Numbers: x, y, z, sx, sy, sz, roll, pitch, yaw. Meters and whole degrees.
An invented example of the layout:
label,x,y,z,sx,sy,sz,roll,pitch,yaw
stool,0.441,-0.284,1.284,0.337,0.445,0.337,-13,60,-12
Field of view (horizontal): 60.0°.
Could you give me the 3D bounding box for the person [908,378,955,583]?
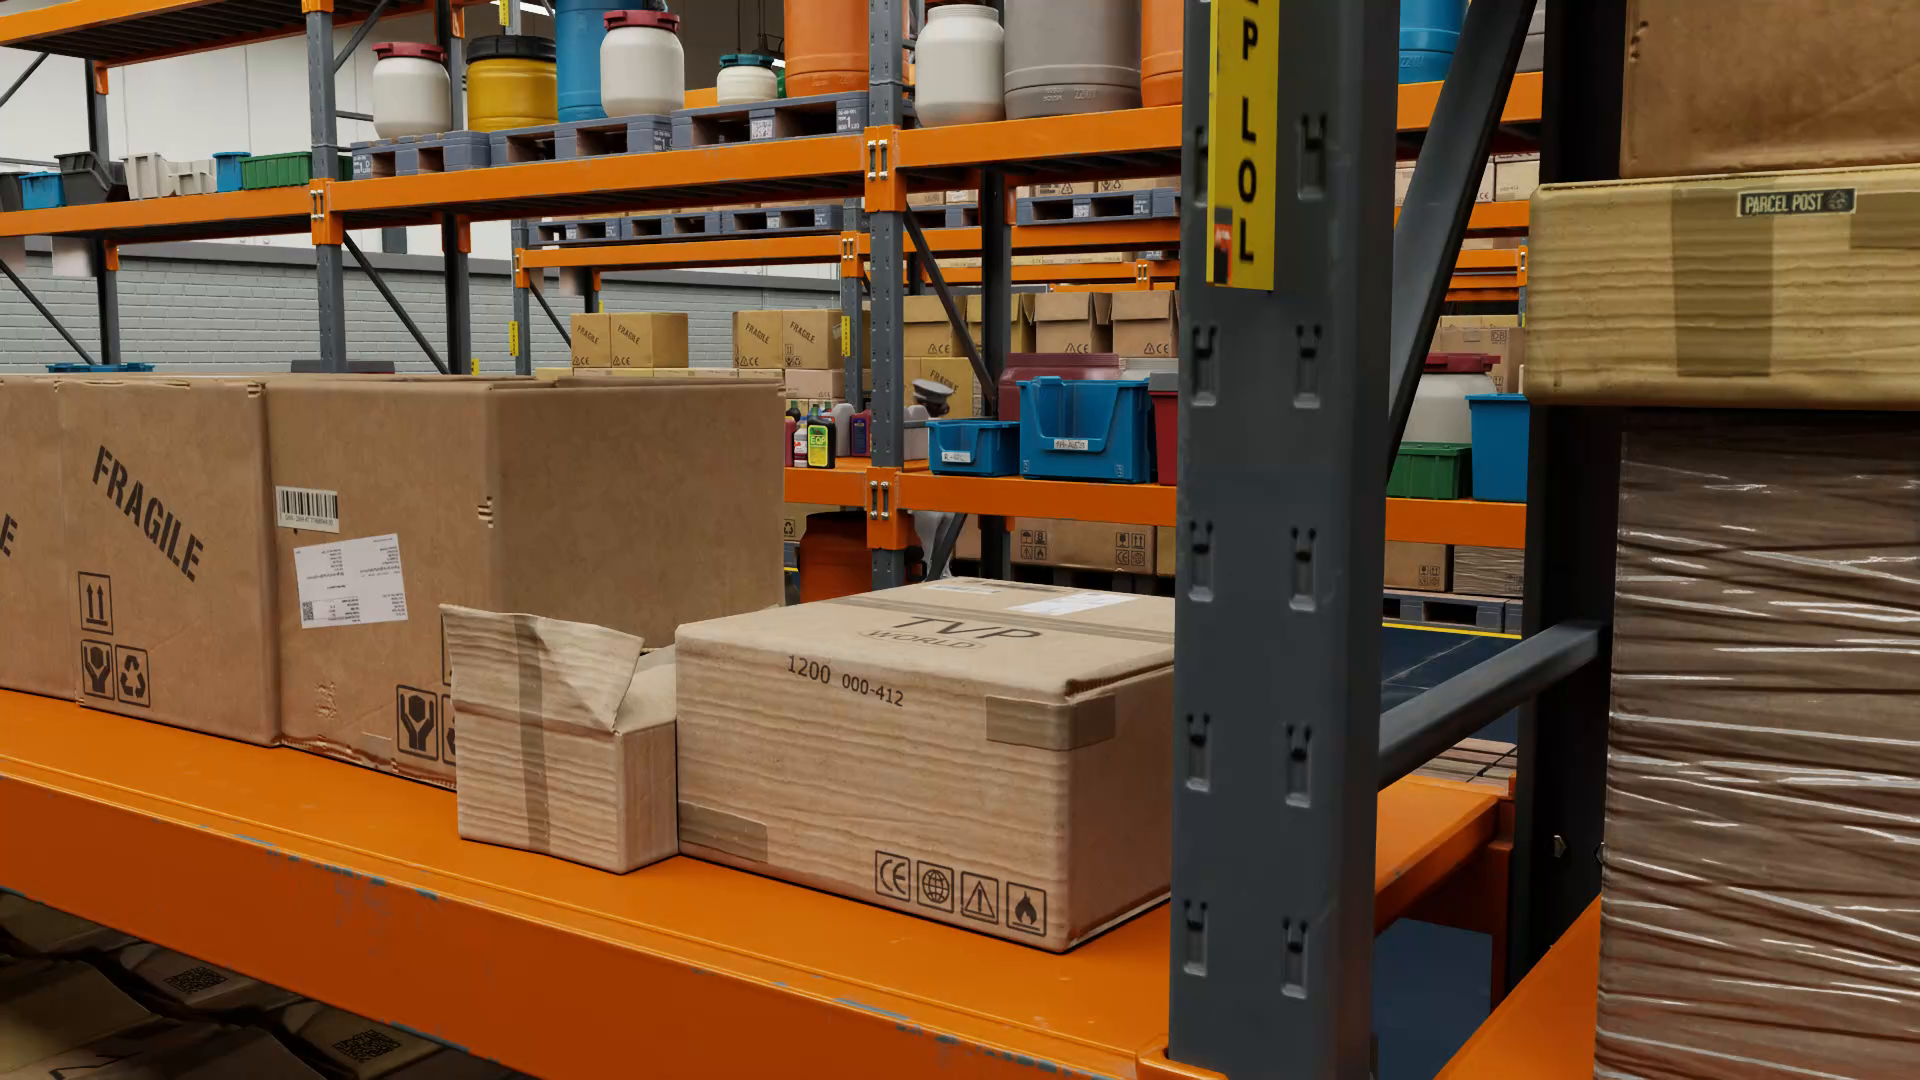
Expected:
label,x,y,z,sx,sy,sz,roll,pitch,yaw
person,-0.212,-0.150,10.295,0.344,1.692,0.466,4,8,35
